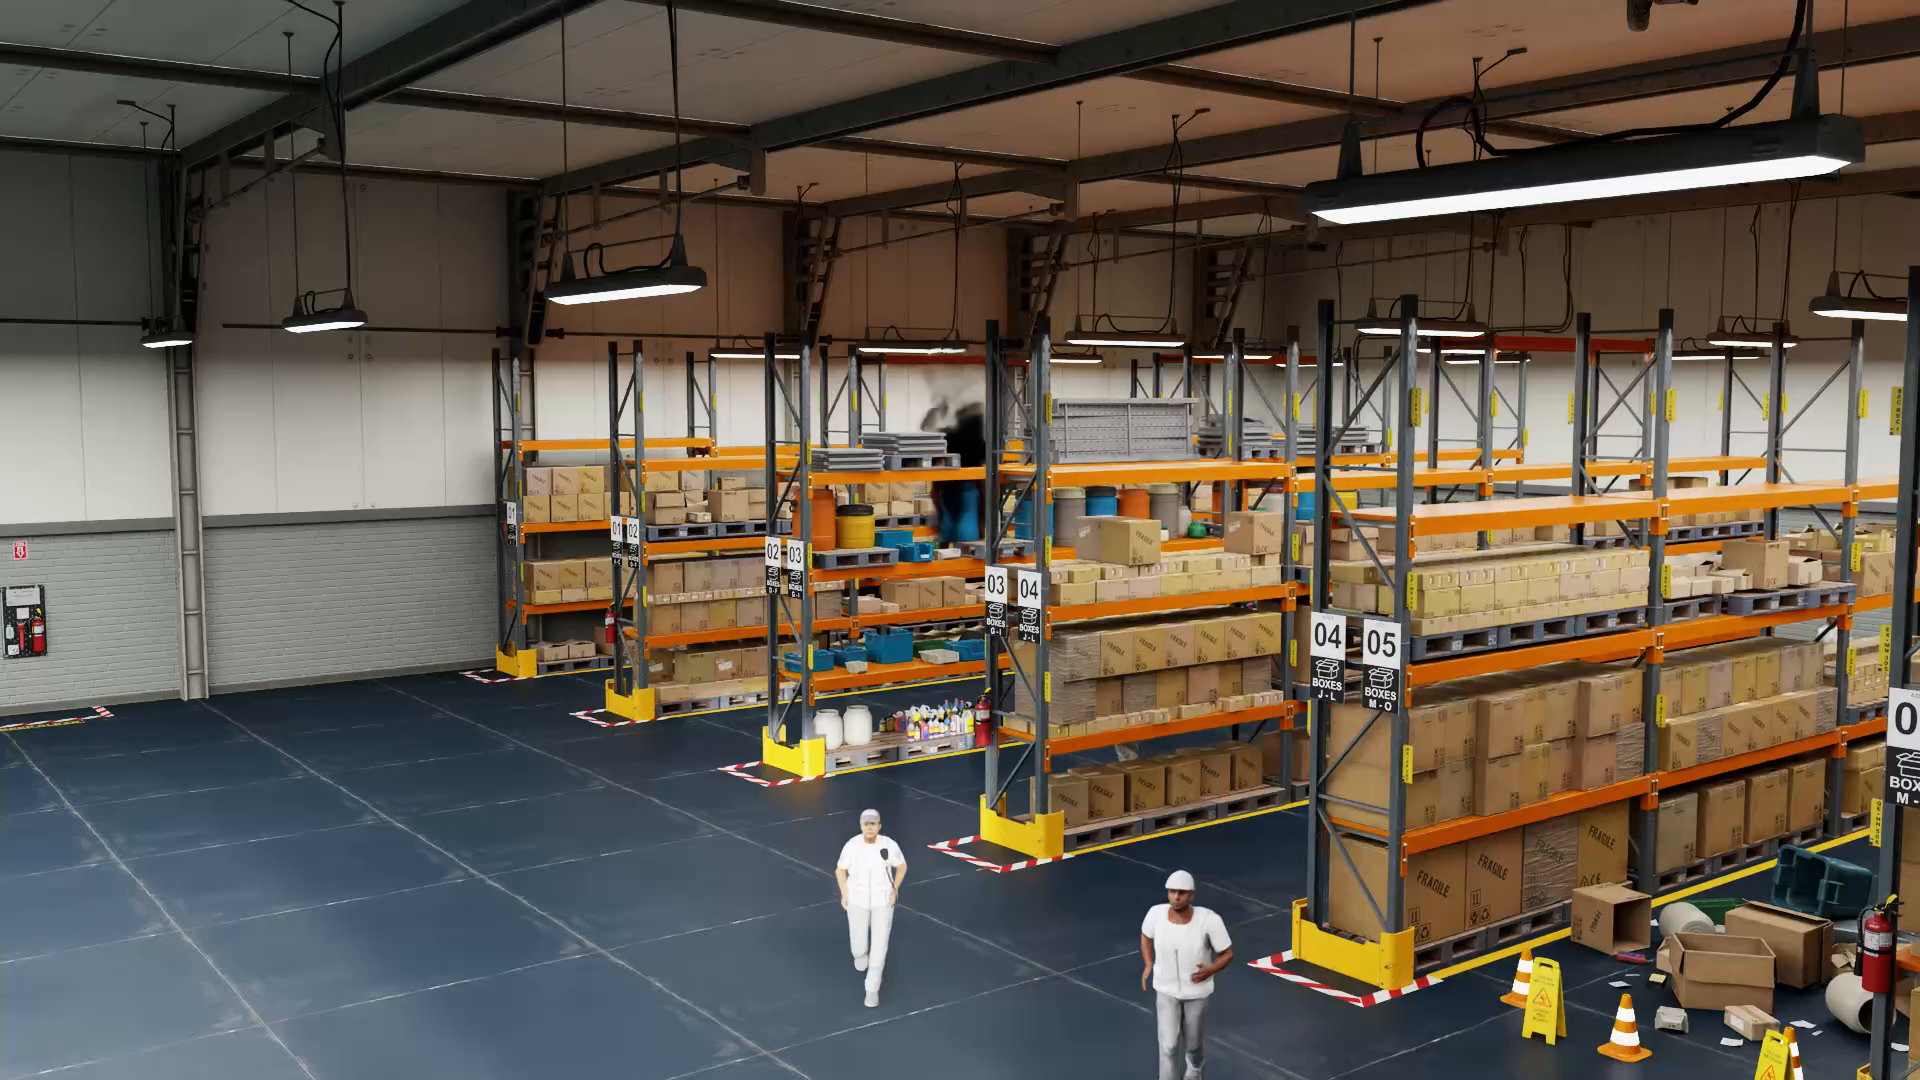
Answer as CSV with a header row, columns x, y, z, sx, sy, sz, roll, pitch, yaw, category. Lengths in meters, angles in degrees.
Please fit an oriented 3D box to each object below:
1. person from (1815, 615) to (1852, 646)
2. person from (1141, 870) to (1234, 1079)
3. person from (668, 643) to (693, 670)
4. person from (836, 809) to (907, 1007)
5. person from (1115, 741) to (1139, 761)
x,y,z,sx,sy,sz,roll,pitch,yaw,category
14.248,1.958,27.144,0.578,1.655,0.562,3,6,29,person
1.604,3.219,11.865,0.685,1.778,0.891,1,5,15,person
-4.847,1.749,29.069,0.647,1.727,0.580,5,7,43,person
-0.760,3.114,14.310,0.614,1.639,0.662,0,5,-1,person
2.190,2.284,22.818,0.669,1.737,0.589,5,7,44,person
